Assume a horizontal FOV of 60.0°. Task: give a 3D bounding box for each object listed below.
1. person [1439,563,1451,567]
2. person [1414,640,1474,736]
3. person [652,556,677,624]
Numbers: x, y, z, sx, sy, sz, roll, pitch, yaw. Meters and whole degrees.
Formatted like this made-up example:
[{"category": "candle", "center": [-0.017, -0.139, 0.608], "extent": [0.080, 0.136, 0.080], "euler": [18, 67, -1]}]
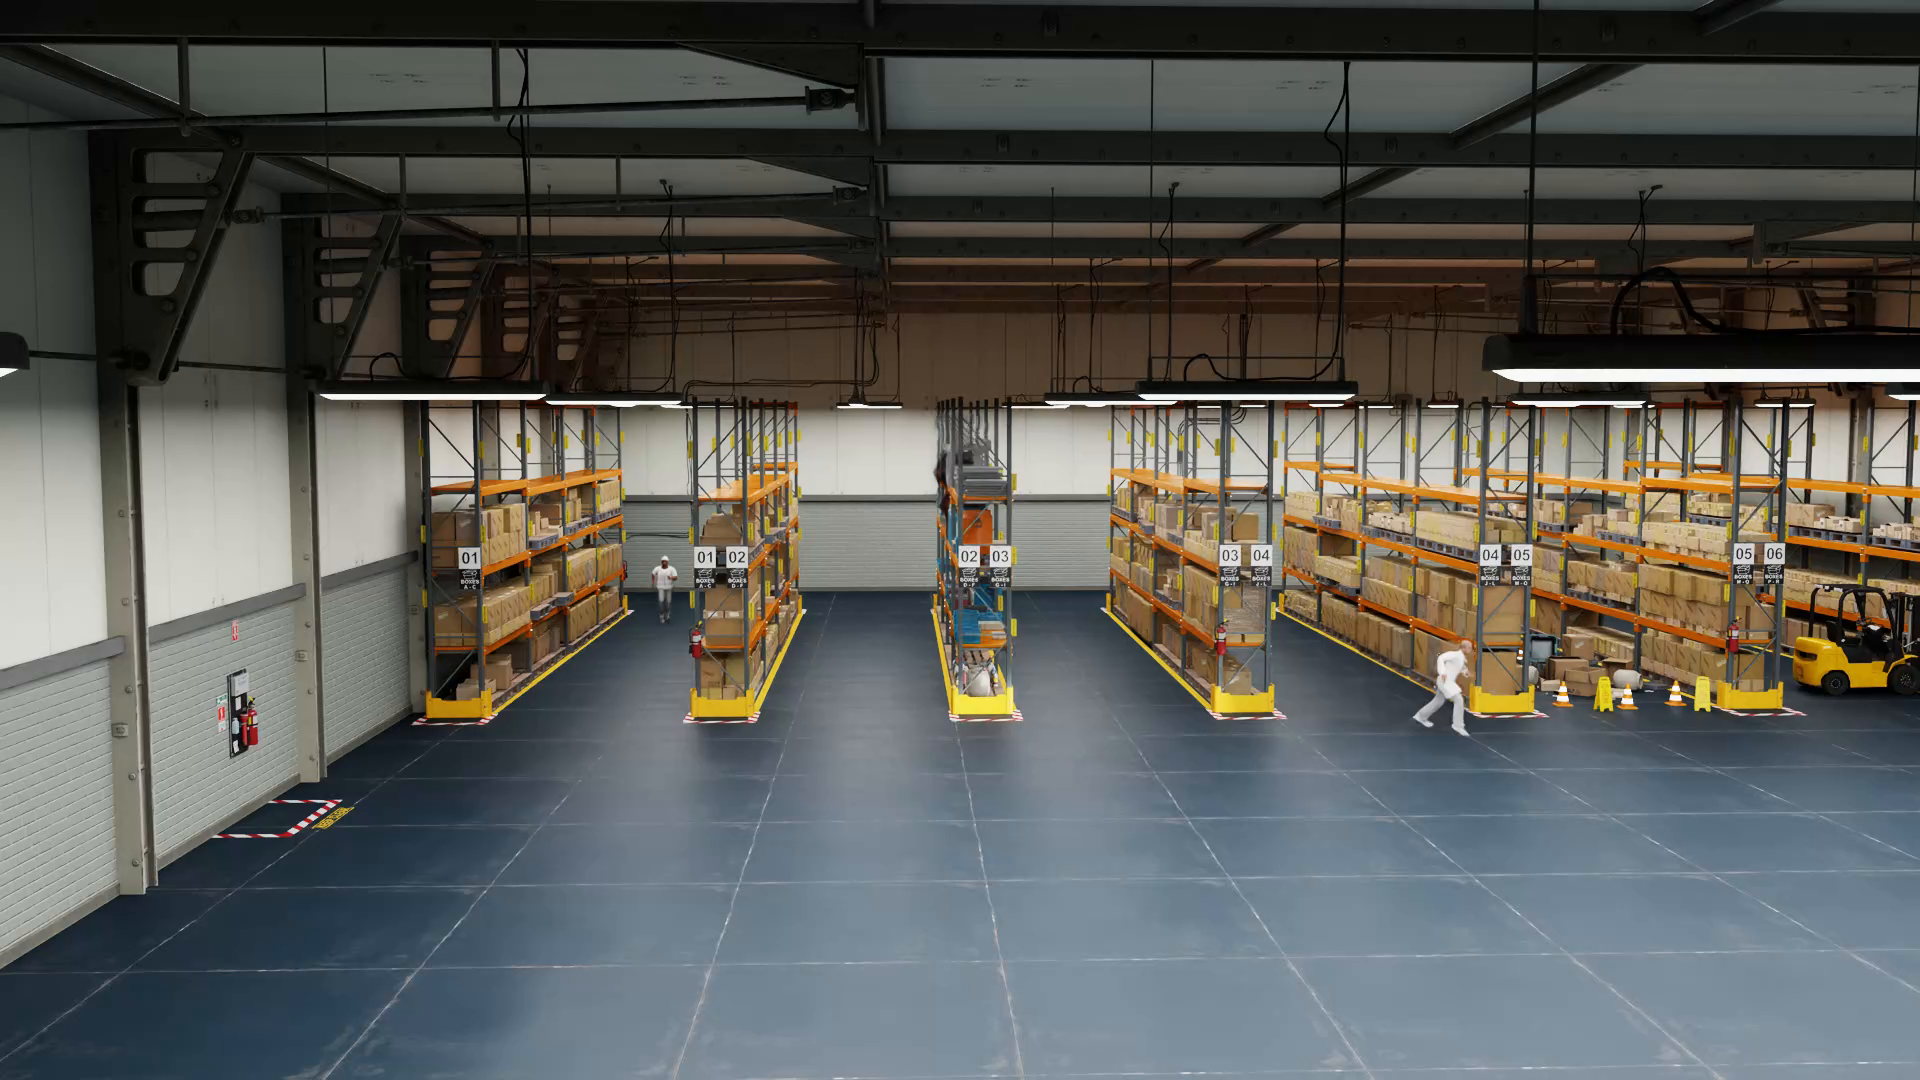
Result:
[{"category": "person", "center": [14.611, 1.027, 49.523], "extent": [0.754, 1.839, 0.632], "euler": [-1, 5, -12]}, {"category": "person", "center": [8.596, 2.623, 29.593], "extent": [1.059, 1.744, 0.753], "euler": [3, 5, 35]}, {"category": "person", "center": [-8.032, 1.344, 45.248], "extent": [0.677, 1.827, 0.796], "euler": [-1, 5, -13]}]
